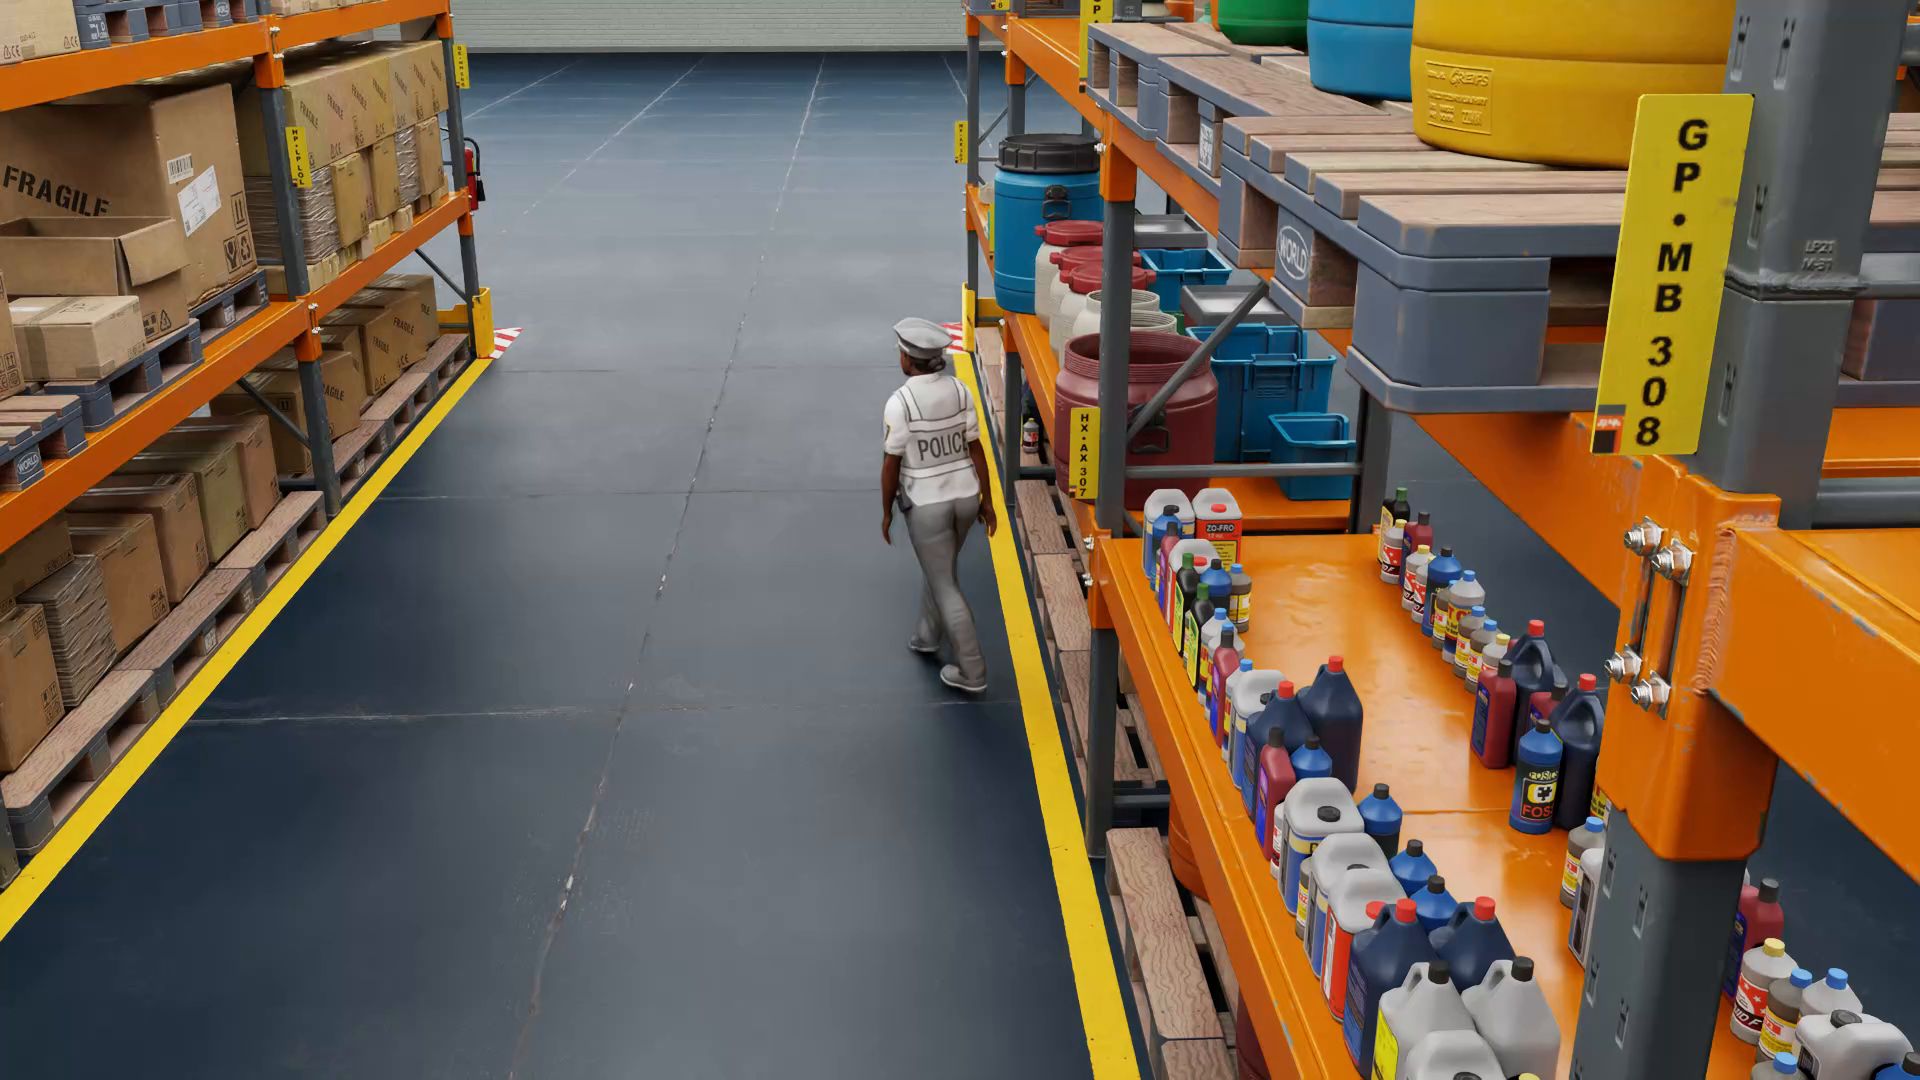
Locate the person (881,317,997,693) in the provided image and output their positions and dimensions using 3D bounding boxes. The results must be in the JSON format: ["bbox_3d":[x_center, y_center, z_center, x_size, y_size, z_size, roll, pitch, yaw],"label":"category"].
[{"bbox_3d":[-0.126,-0.148,7.471,0.476,1.687,0.749,-16,26,-36],"label":"person"}]
